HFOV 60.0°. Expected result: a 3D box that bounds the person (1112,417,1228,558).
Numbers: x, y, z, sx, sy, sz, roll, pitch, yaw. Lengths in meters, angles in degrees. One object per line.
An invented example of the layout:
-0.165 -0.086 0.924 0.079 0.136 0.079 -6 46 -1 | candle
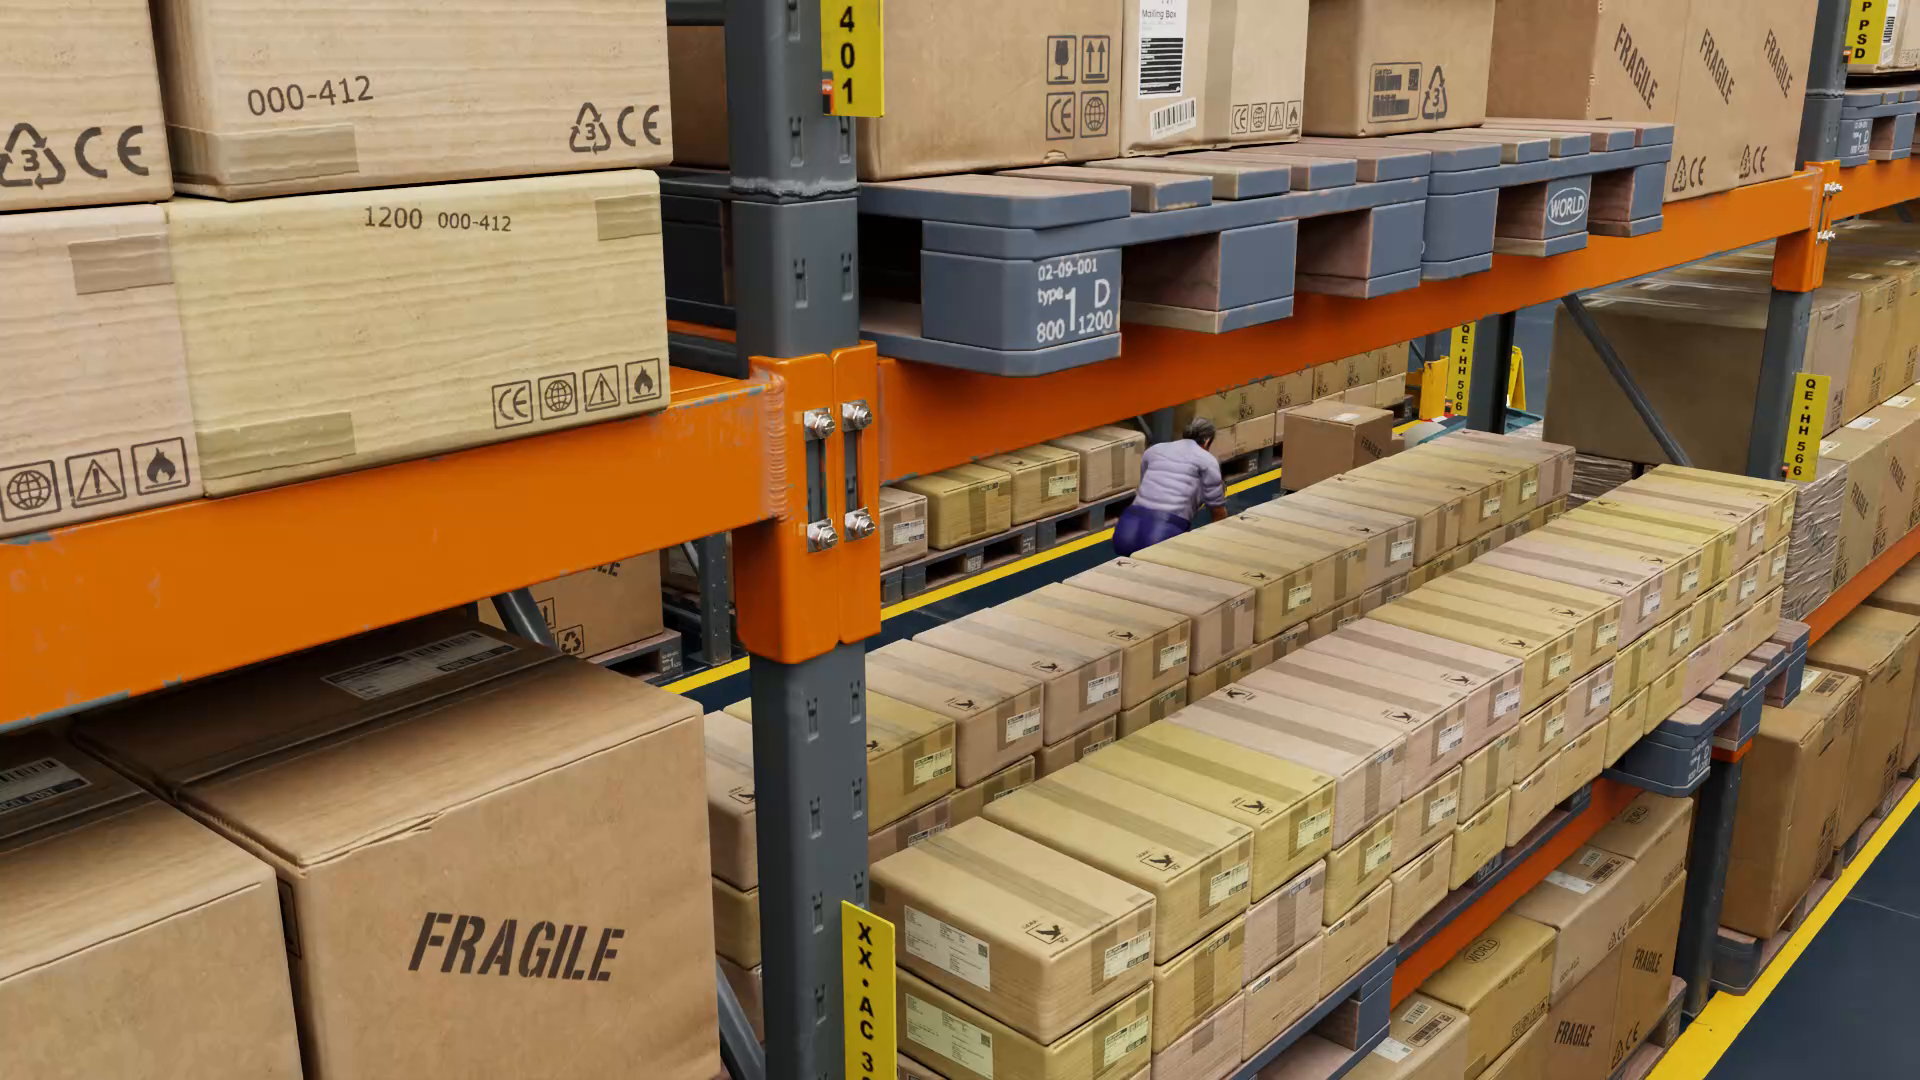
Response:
1.121 -0.029 8.946 0.541 1.198 0.742 15 22 39 | person
